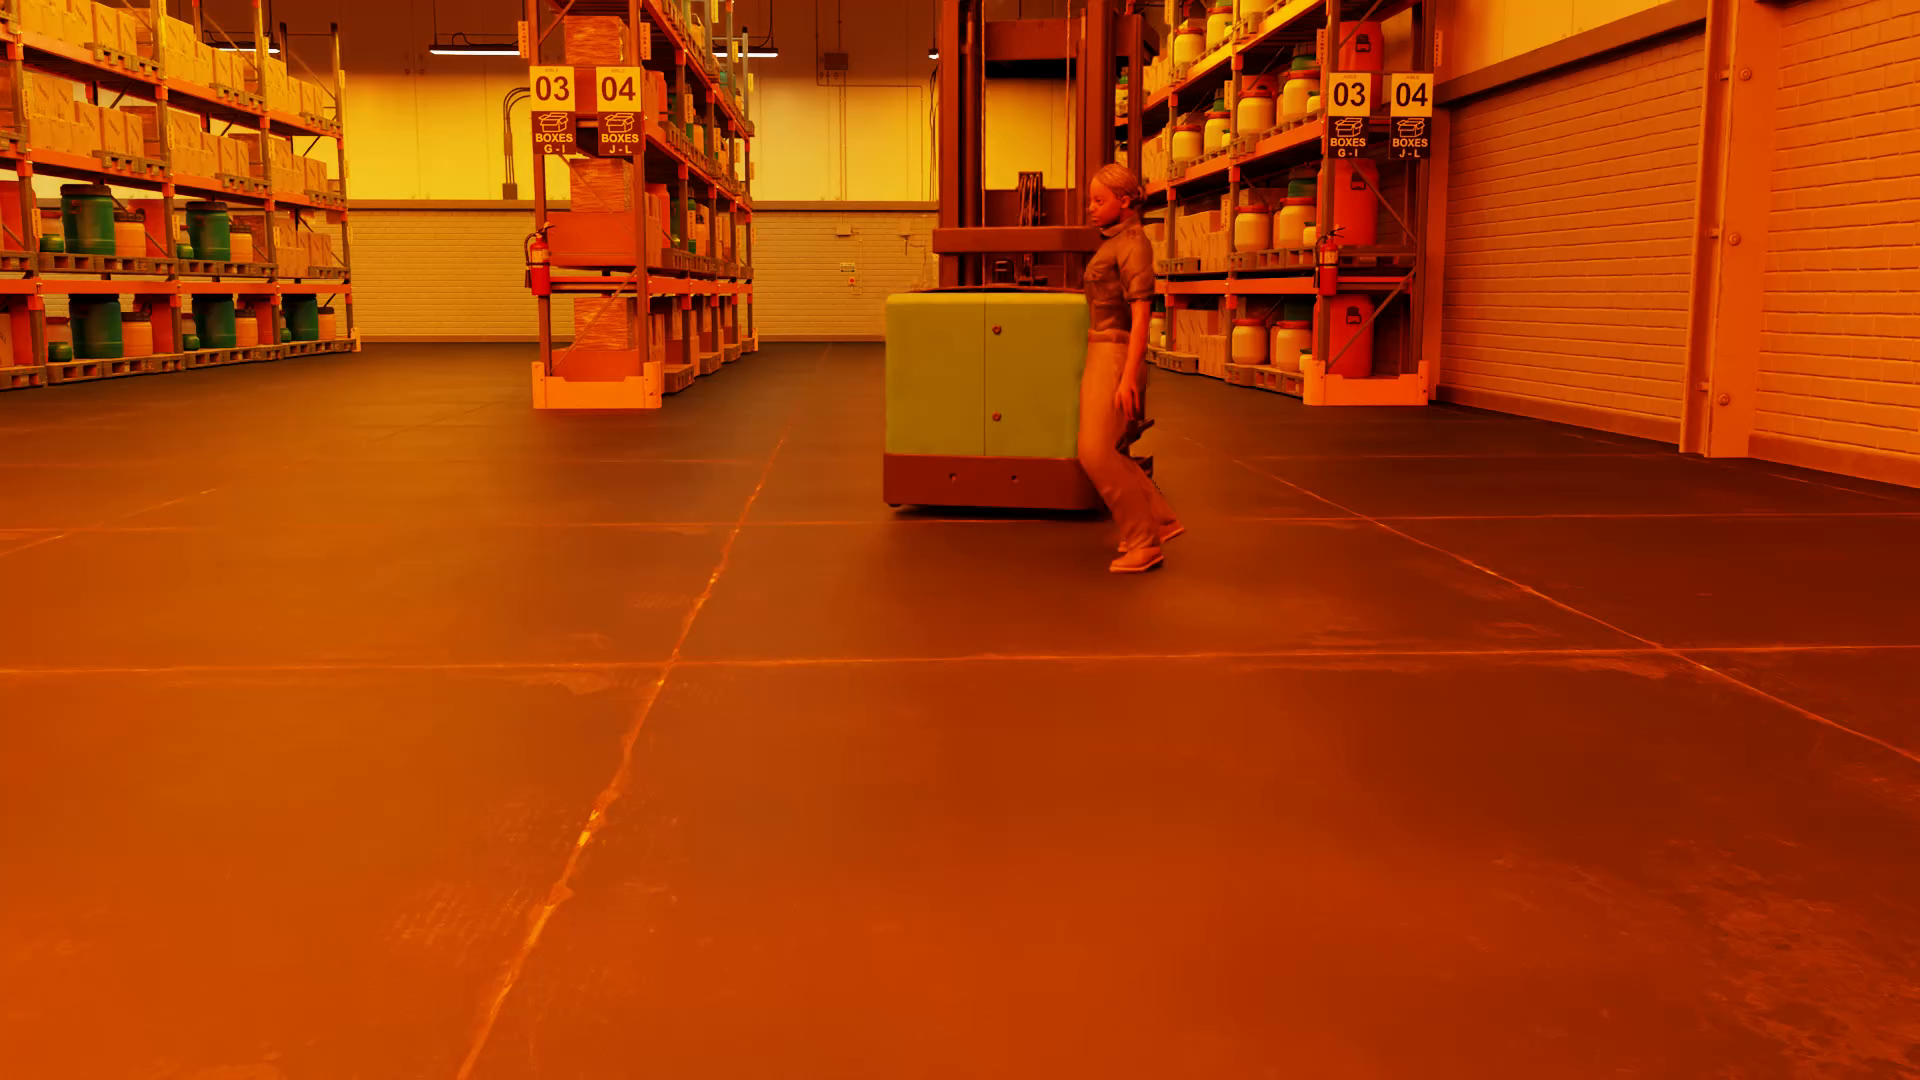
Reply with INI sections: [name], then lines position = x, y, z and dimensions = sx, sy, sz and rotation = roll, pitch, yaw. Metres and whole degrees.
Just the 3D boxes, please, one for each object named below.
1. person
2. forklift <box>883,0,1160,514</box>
[person]
position = 0.705, -0.704, 6.721
dimensions = 0.466, 1.588, 0.817
rotation = 0, 8, 3
[forklift]
position = 0.484, -1.752, 9.129
dimensions = 1.130, 2.935, 3.031
rotation = 2, 9, 14
